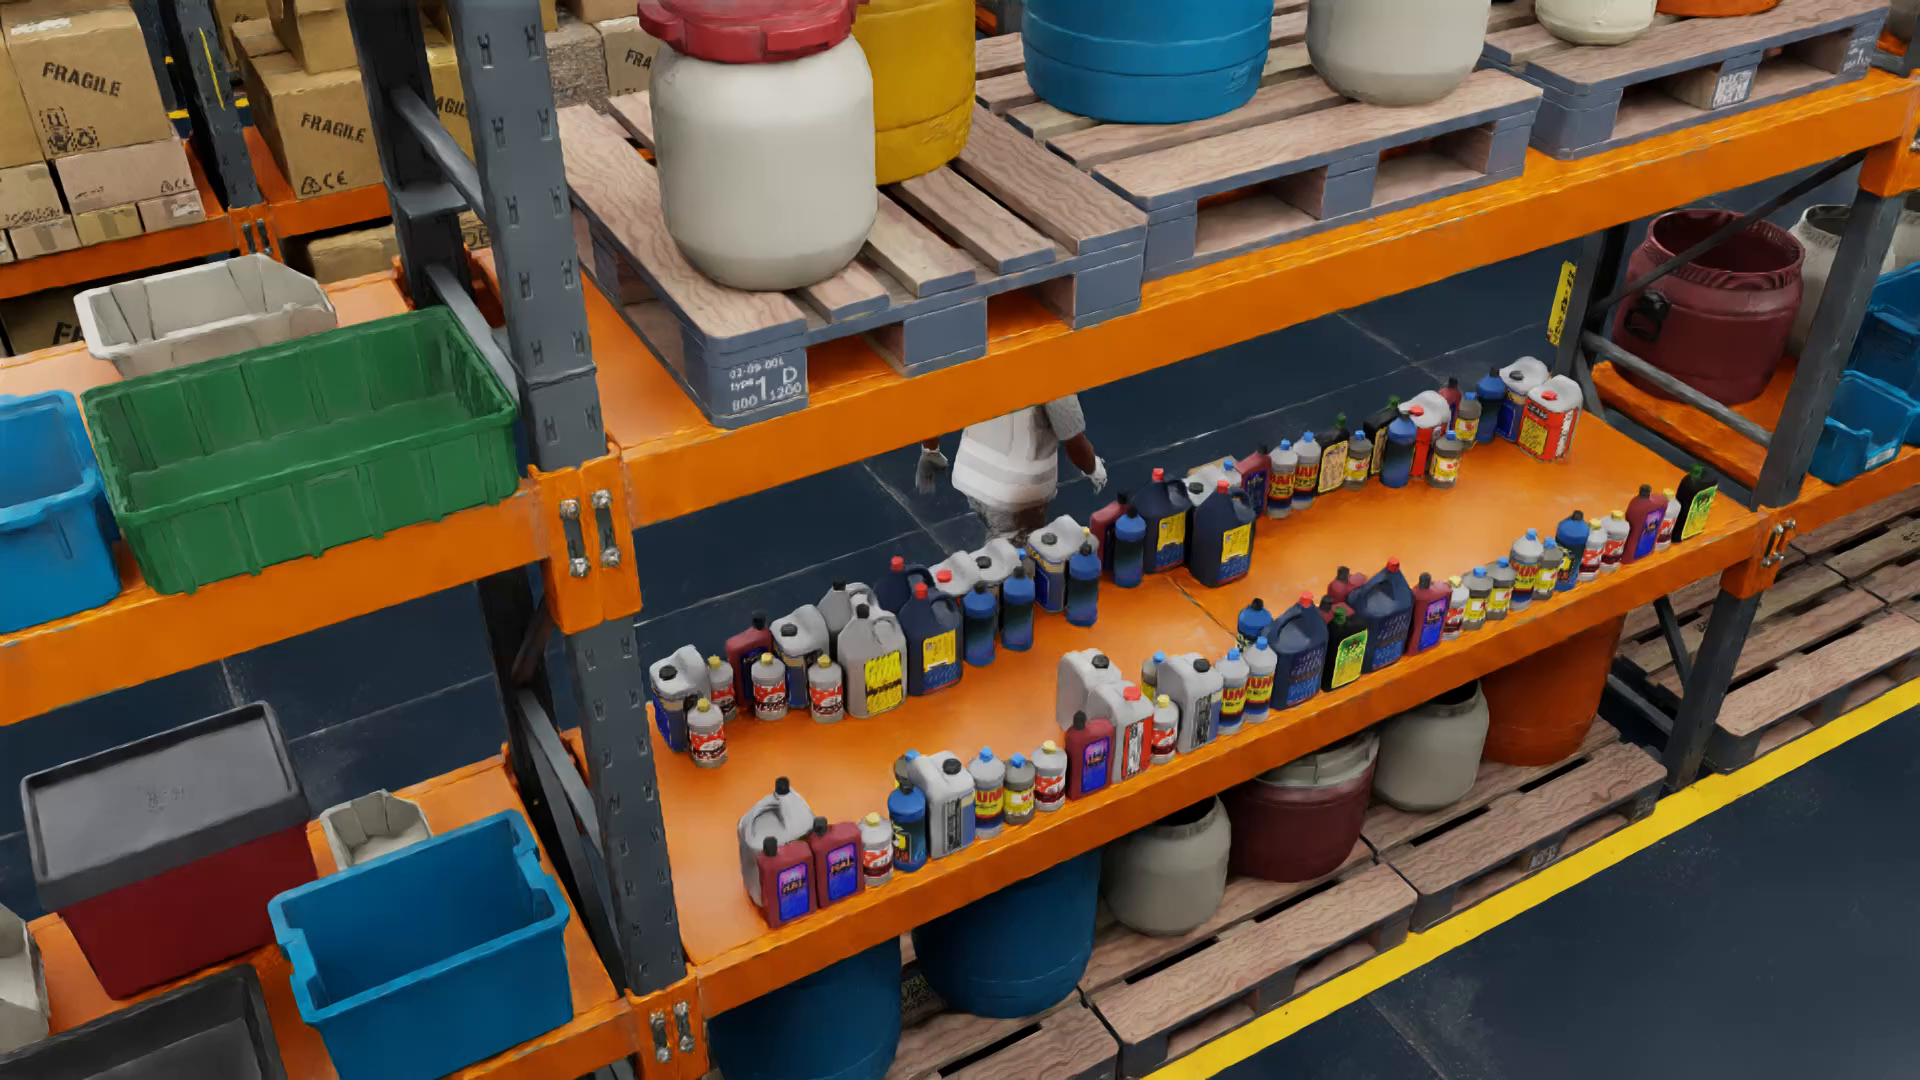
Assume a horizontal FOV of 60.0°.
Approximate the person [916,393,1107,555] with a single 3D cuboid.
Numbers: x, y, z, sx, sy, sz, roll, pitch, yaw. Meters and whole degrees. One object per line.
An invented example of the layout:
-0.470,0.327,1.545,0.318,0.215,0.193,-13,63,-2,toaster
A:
0.163,-0.244,6.431,0.702,1.698,0.681,-30,46,-34,person
